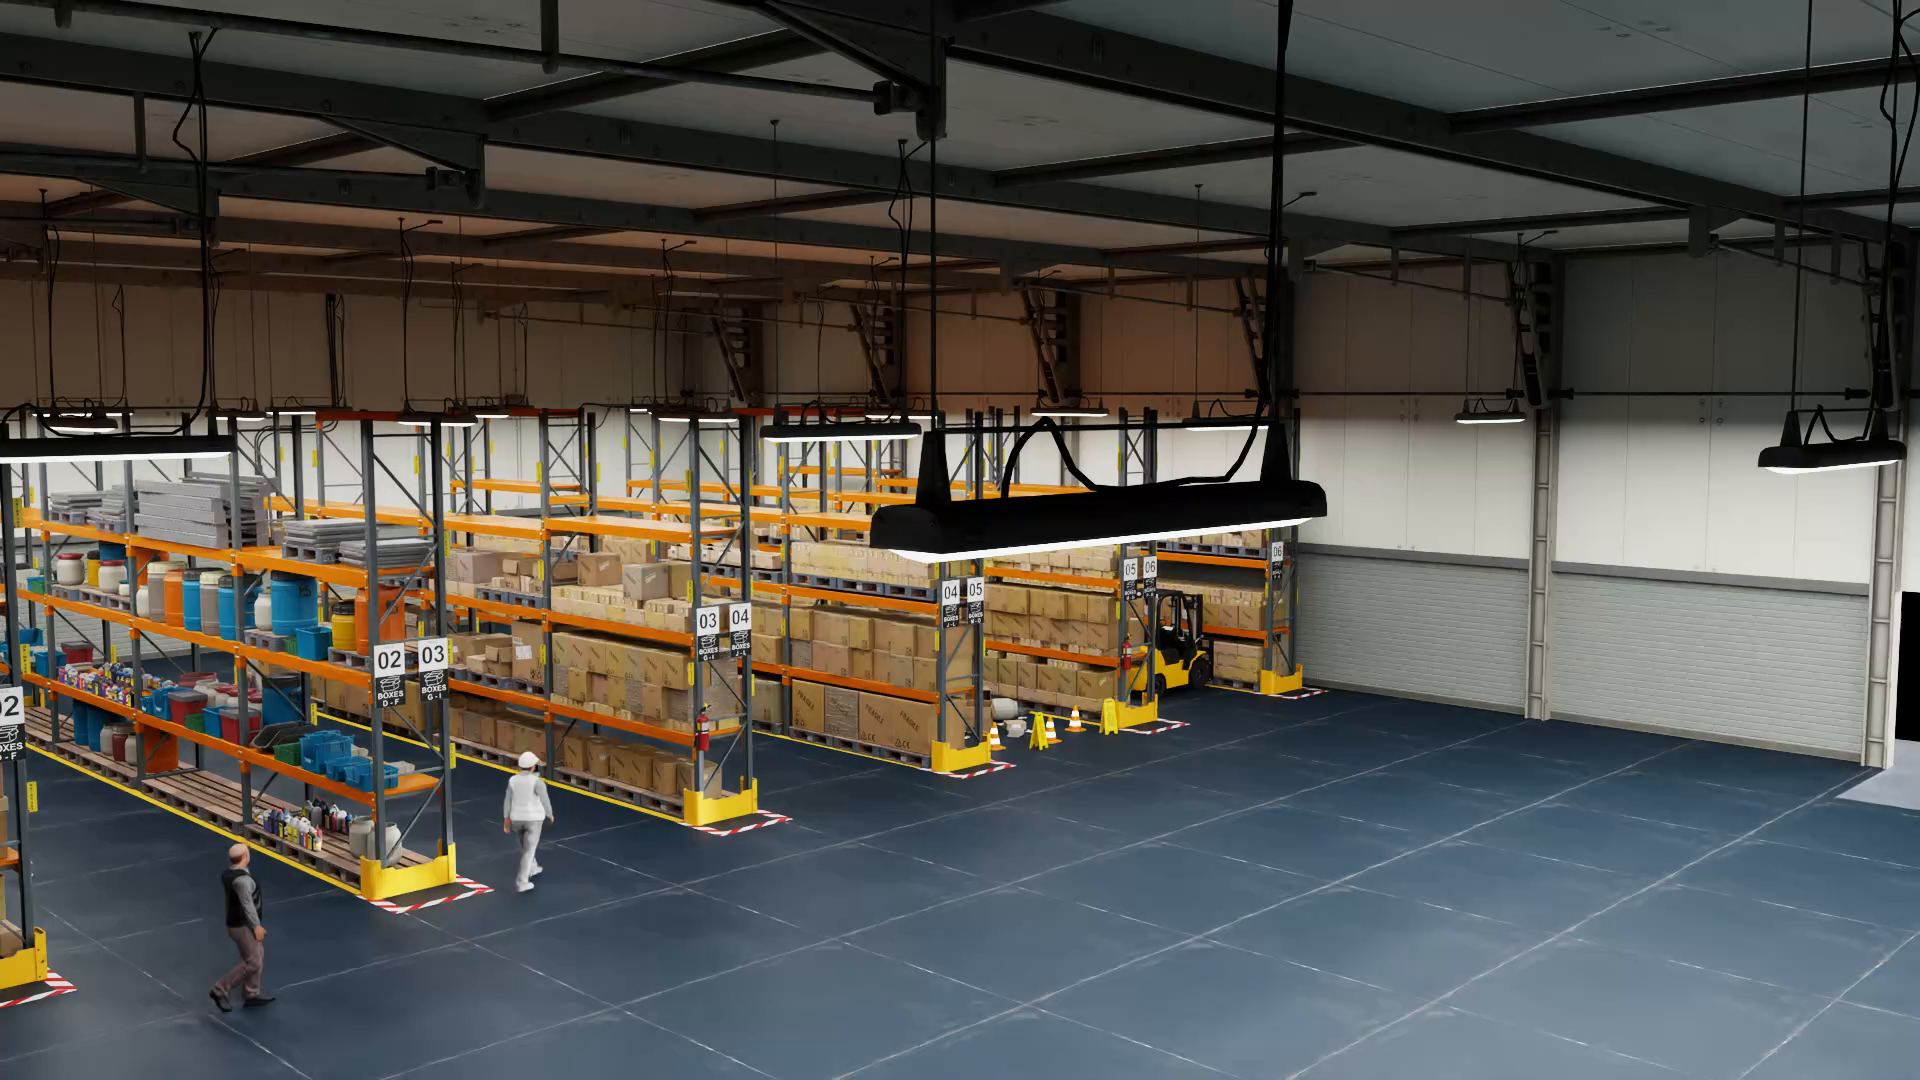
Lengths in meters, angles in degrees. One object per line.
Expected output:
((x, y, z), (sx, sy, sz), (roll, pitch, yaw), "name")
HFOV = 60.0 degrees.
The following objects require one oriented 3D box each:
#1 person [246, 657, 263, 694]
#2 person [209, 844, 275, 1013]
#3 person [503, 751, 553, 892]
((-13.970, 2.615, 32.744), (0.406, 1.625, 0.974), (-4, 7, -41), "person")
((-7.420, 3.970, 17.130), (0.627, 1.711, 0.567), (-2, 6, -24), "person")
((-5.500, 3.550, 21.351), (0.571, 1.732, 0.957), (1, 5, 16), "person")
